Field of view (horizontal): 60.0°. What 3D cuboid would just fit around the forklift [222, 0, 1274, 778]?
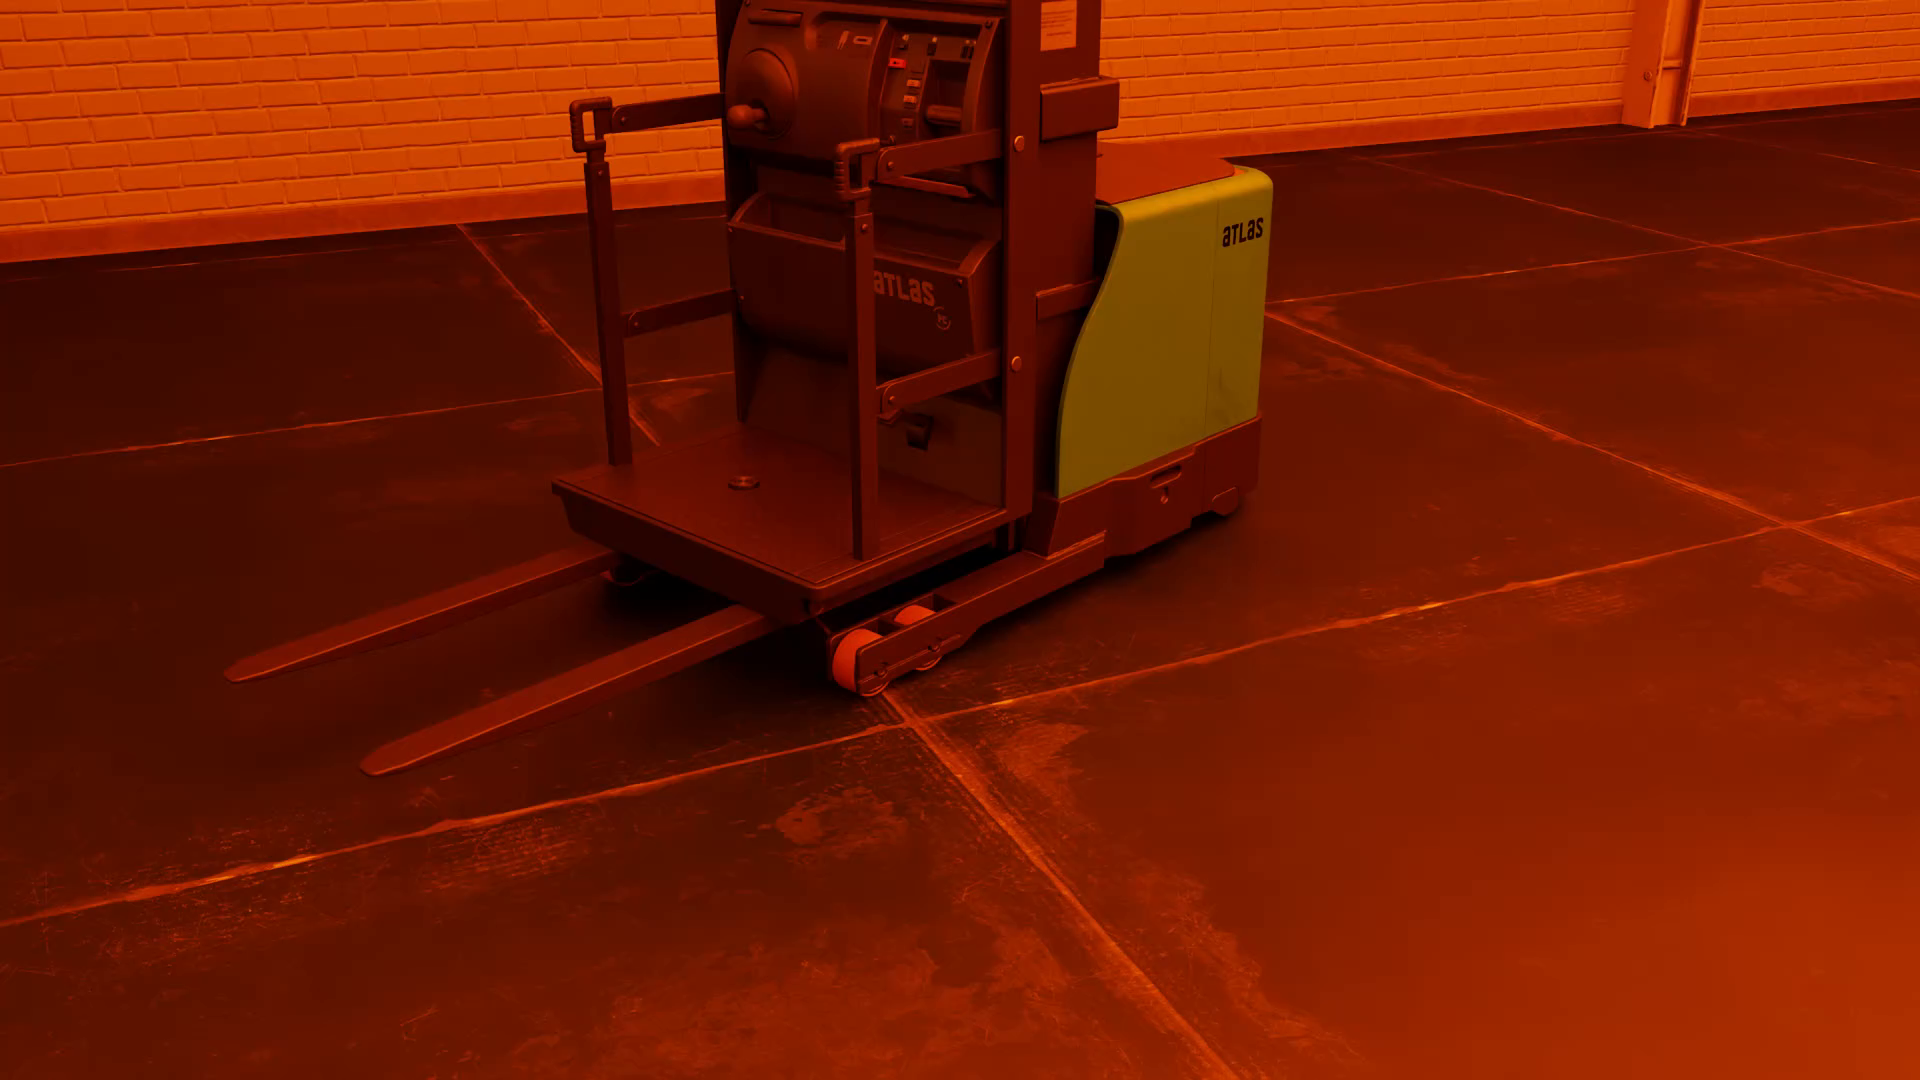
[{"bbox_3d":[-0.413,-1.182,4.131,1.130,2.935,3.031,19,29,39],"label":"forklift"}]
